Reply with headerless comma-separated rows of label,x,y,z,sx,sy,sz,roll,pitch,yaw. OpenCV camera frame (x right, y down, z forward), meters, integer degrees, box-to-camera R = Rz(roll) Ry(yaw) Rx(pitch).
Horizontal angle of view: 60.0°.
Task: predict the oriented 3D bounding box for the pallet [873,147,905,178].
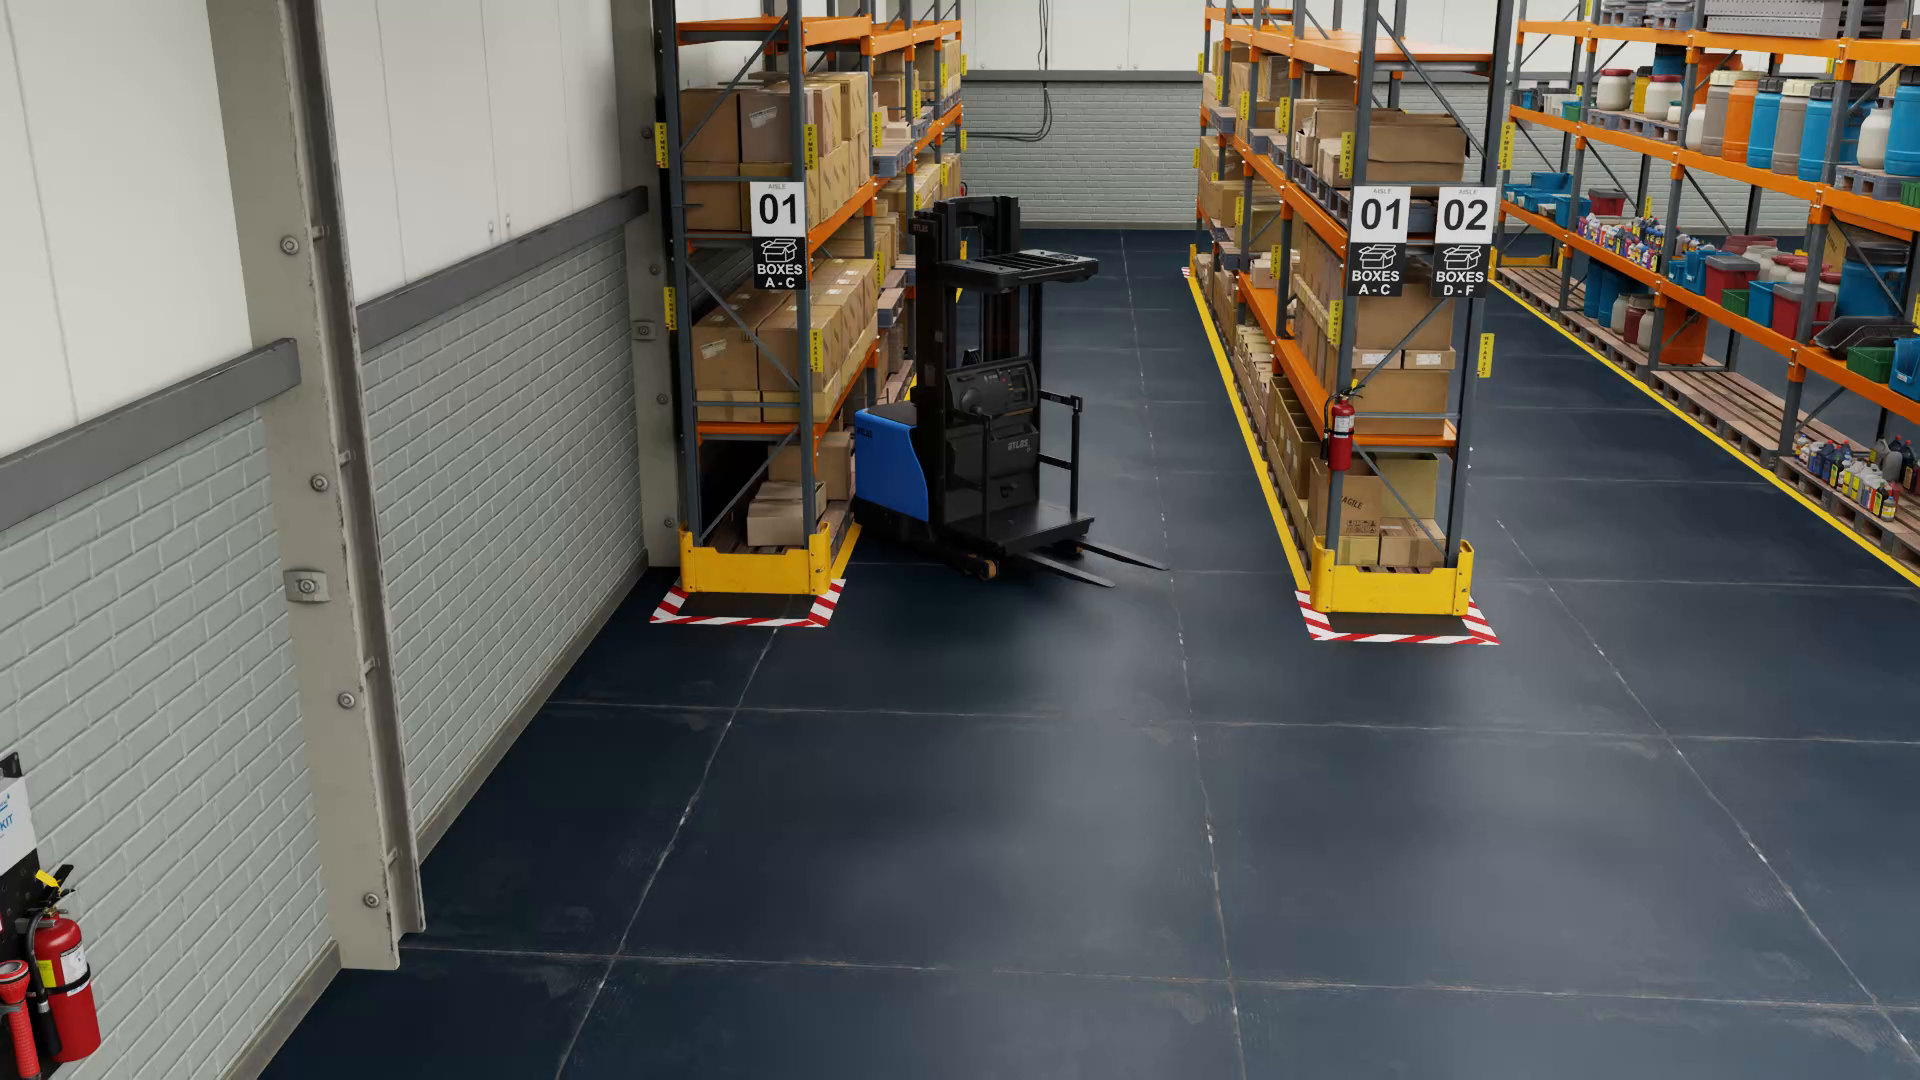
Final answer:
pallet,-1.194,-3.800,16.688,1.213,0.211,1.003,1,18,4

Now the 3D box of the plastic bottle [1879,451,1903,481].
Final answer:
plastic bottle,8.615,-0.698,15.403,0.152,0.276,0.135,1,18,4

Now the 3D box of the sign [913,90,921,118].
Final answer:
sign,-0.517,-5.175,19.753,0.100,0.325,0.005,1,18,4

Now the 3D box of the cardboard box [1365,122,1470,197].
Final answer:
cardboard box,3.355,-2.842,12.397,0.797,0.503,0.637,3,18,8

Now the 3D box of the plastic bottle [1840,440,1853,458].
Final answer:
plastic bottle,8.209,-0.759,15.470,0.144,0.351,0.185,1,18,4

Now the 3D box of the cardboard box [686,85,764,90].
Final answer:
cardboard box,-1.833,-3.299,13.059,0.500,0.500,0.500,2,18,7

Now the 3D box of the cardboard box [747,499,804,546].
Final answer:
cardboard box,-1.492,-0.177,13.757,0.500,0.311,0.500,-1,18,-2

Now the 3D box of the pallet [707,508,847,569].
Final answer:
pallet,-1.533,0.018,14.031,1.003,0.211,1.213,1,18,4

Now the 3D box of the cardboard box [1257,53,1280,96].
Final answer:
cardboard box,3.994,-5.808,20.747,0.500,0.500,0.500,1,18,4

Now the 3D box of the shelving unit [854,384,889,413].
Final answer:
shelving unit,-0.782,-0.770,14.847,0.258,1.200,0.189,-15,23,-38

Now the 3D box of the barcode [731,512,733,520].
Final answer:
barcode,-1.890,-0.196,13.800,0.001,0.075,0.075,1,18,4

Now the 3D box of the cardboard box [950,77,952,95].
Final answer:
cardboard box,-0.379,-6.887,25.212,0.500,0.250,0.500,1,18,2

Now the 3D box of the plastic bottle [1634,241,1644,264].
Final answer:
plastic bottle,8.498,-3.598,20.793,0.097,0.271,0.097,0,18,0

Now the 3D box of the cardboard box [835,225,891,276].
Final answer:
cardboard box,-1.149,-3.240,18.627,0.700,0.500,0.500,1,18,4

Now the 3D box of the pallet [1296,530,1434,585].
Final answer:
pallet,3.323,0.164,13.585,1.003,0.211,1.213,1,18,4

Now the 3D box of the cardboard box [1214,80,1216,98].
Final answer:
cardboard box,3.973,-6.554,24.228,0.500,0.250,0.500,1,18,4

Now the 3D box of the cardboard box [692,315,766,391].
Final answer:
cardboard box,-1.810,-1.478,13.121,0.500,0.500,0.500,1,18,3

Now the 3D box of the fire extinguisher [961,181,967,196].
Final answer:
fire extinguisher,-0.013,-5.824,28.104,0.296,0.674,0.183,1,18,4

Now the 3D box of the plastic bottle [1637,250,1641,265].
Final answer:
plastic bottle,8.491,-3.534,20.712,0.097,0.201,0.097,0,18,0

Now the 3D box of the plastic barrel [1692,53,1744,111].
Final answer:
plastic barrel,8.867,-5.301,19.603,0.600,0.830,0.708,1,18,4

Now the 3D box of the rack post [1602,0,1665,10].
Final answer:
rack post,9.019,-7.092,21.737,0.937,0.300,0.954,1,18,3

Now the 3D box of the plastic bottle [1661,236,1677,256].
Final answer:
plastic bottle,9.131,-3.842,21.409,0.144,0.351,0.185,1,18,4

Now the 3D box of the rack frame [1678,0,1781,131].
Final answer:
rack frame,8.824,-6.147,18.730,1.000,3.000,0.127,1,18,4

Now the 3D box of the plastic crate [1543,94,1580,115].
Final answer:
plastic crate,8.930,-6.468,24.719,0.437,0.282,0.530,1,18,4

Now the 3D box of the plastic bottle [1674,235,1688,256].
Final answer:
plastic bottle,9.276,-3.795,21.386,0.152,0.276,0.135,1,18,4

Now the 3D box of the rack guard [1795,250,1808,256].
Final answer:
rack guard,14.339,-4.490,27.322,1.175,0.500,0.348,1,18,4

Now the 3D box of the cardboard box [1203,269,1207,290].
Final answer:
cardboard box,3.982,-3.998,25.417,0.500,0.311,0.500,1,18,4

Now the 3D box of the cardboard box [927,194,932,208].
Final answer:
cardboard box,-0.655,-4.339,22.177,0.500,0.500,0.500,2,18,5

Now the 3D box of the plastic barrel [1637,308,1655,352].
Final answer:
plastic barrel,8.793,-2.643,20.993,0.421,0.512,0.421,0,18,0

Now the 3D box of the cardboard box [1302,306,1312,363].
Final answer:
cardboard box,3.540,-1.911,15.277,0.700,0.500,0.500,1,18,3

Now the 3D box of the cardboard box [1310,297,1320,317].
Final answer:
cardboard box,3.296,-2.042,14.634,0.380,0.149,0.250,1,18,2

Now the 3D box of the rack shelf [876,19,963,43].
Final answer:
rack shelf,-0.628,-7.700,25.267,1.077,0.370,4.000,1,18,4

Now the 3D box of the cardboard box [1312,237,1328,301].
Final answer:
cardboard box,3.499,-2.379,14.622,0.700,0.500,0.500,1,18,4

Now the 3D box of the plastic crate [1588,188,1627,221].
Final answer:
plastic crate,9.425,-4.869,24.266,0.402,0.464,0.583,1,18,4

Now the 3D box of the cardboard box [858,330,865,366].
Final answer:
cardboard box,-1.141,-1.748,15.149,0.500,0.250,0.500,1,18,4

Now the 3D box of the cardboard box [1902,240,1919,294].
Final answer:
cardboard box,14.178,-3.821,24.004,0.875,0.875,0.875,1,18,4

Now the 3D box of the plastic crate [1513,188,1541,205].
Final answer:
plastic crate,9.004,-5.456,26.428,0.416,0.233,0.300,1,18,4

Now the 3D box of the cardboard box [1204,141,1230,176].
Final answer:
cardboard box,4.091,-5.965,26.044,0.500,0.500,0.500,2,18,5

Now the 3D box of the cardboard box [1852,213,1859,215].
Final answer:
cardboard box,13.893,-5.048,25.416,0.380,0.149,0.250,1,18,3

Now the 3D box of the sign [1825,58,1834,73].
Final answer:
sign,13.784,-7.563,26.338,0.100,0.325,0.005,1,18,4

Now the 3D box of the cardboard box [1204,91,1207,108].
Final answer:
cardboard box,4.118,-6.938,26.202,0.500,0.250,0.500,1,18,4

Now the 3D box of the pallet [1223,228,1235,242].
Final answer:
pallet,4.018,-3.921,21.879,1.003,0.211,1.213,1,18,4

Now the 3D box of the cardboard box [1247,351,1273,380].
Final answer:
cardboard box,3.448,-1.930,18.335,0.500,0.311,0.500,1,18,3

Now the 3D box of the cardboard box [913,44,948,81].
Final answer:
cardboard box,-0.440,-6.932,24.146,0.500,0.500,0.500,1,18,3

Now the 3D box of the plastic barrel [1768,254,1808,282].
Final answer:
plastic barrel,8.908,-2.773,17.849,0.433,0.535,0.433,0,18,0

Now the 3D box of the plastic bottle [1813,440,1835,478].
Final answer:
plastic bottle,8.065,-0.762,15.480,0.144,0.351,0.185,2,18,5

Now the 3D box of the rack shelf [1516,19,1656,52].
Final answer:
rack shelf,9.254,-7.478,24.592,1.077,0.370,4.000,1,18,4

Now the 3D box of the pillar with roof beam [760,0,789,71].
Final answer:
pillar with roof beam,2.280,-5.887,17.939,9.100,9.000,0.400,1,18,4

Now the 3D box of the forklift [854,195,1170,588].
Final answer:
forklift,0.408,-1.246,13.518,1.130,2.935,3.031,-15,23,-38

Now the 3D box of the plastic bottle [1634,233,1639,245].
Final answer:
plastic bottle,8.666,-3.785,21.344,0.061,0.283,0.133,1,18,4

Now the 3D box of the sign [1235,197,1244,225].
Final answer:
sign,3.341,-3.929,19.866,0.100,0.325,0.005,1,18,4

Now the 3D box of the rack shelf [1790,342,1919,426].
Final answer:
rack shelf,8.393,-1.091,14.089,1.077,0.370,4.000,1,18,4

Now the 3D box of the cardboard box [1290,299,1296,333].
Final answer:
cardboard box,3.588,-2.248,16.707,0.500,0.250,0.500,2,18,7

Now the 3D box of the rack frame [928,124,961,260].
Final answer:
rack frame,-0.484,-6.002,27.922,1.000,3.000,0.127,1,18,4

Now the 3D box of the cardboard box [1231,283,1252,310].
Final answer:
cardboard box,3.716,-3.099,21.166,0.500,0.250,0.500,2,18,6

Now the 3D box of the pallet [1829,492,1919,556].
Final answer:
pallet,8.362,-0.141,14.514,1.003,0.211,1.213,1,18,4

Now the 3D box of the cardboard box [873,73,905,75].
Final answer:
cardboard box,-1.019,-5.842,21.751,0.700,0.500,0.500,1,18,4
